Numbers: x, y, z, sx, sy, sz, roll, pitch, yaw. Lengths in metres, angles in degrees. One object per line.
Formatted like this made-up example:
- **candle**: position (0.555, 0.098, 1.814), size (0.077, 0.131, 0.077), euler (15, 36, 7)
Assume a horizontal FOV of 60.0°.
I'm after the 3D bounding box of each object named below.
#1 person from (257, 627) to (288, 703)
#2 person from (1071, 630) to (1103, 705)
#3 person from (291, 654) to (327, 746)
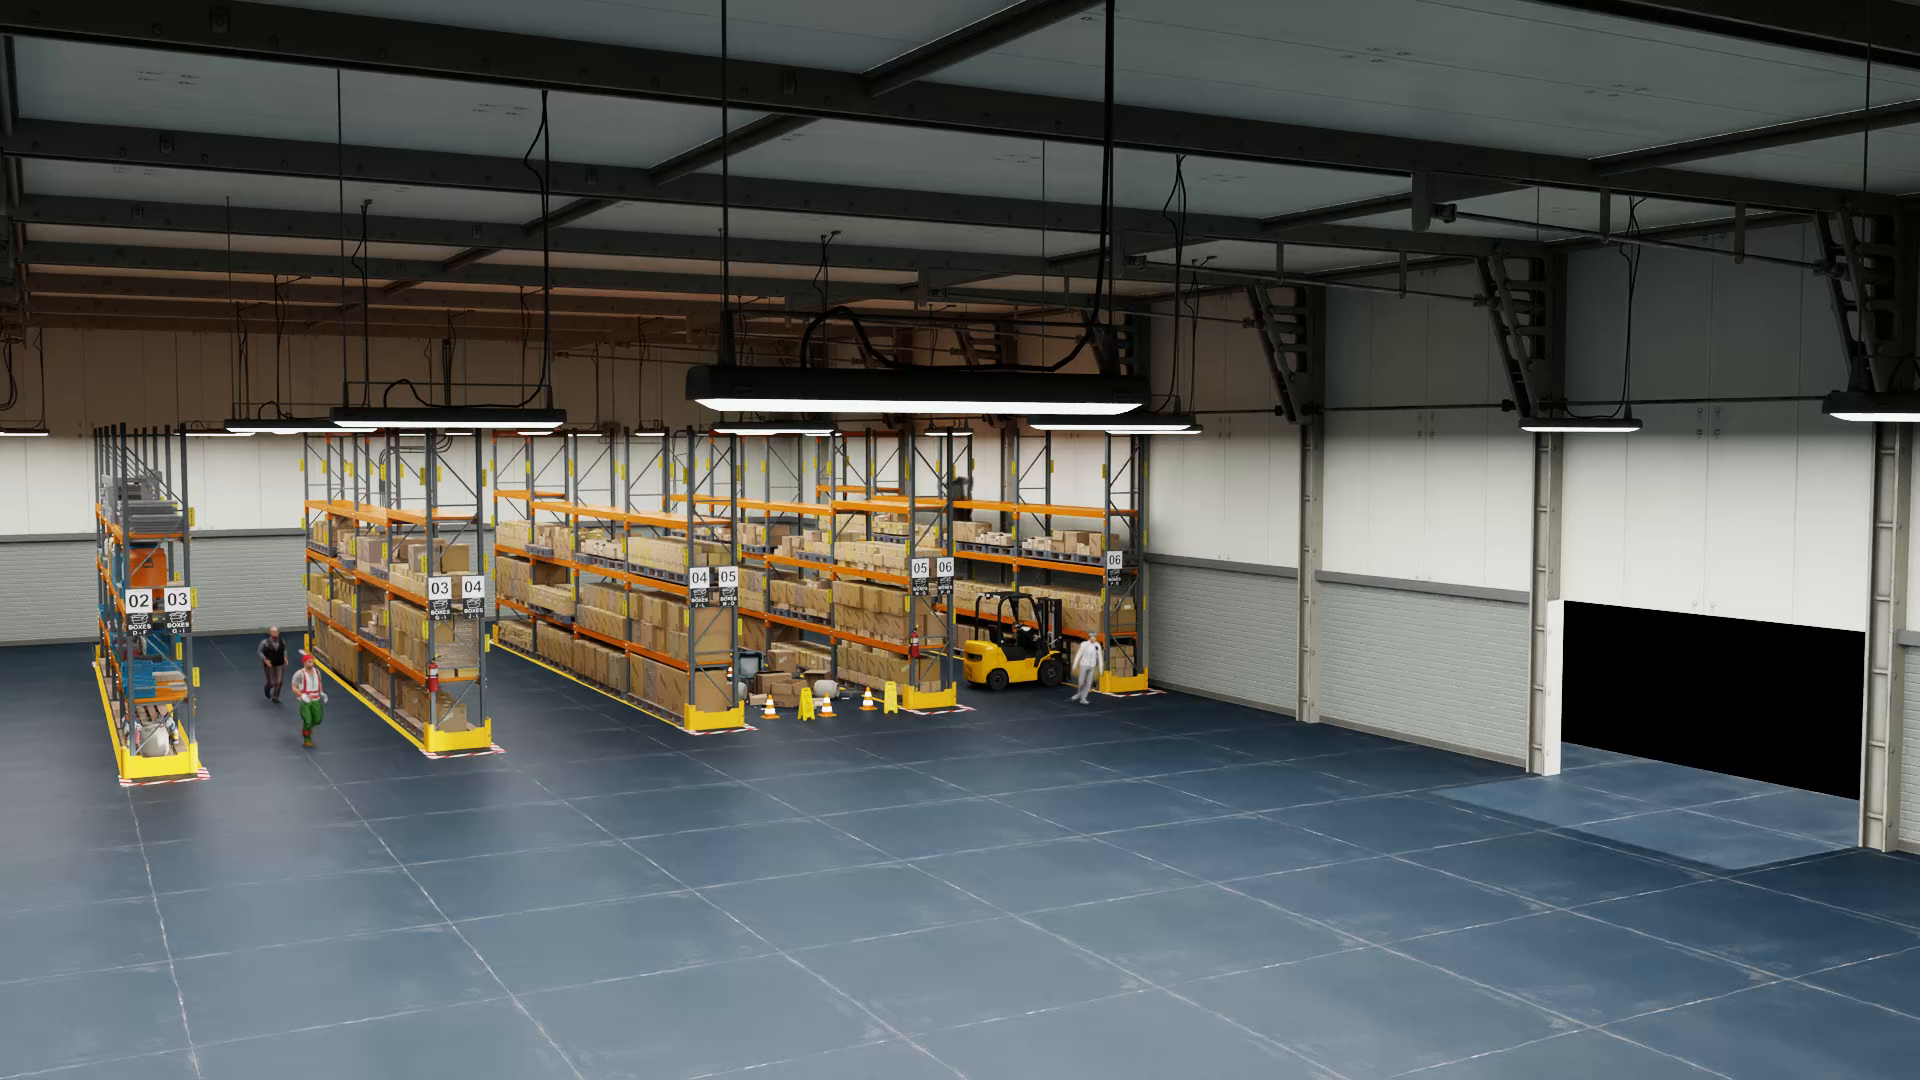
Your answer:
- **person**: position (-14.945, 2.713, 36.149), size (0.659, 1.657, 0.628), euler (-3, 4, -40)
- **person**: position (2.757, 2.743, 35.907), size (0.633, 1.628, 0.545), euler (-1, 4, -12)
- **person**: position (-12.150, 2.982, 31.033), size (0.646, 1.727, 0.661), euler (3, 5, 41)
